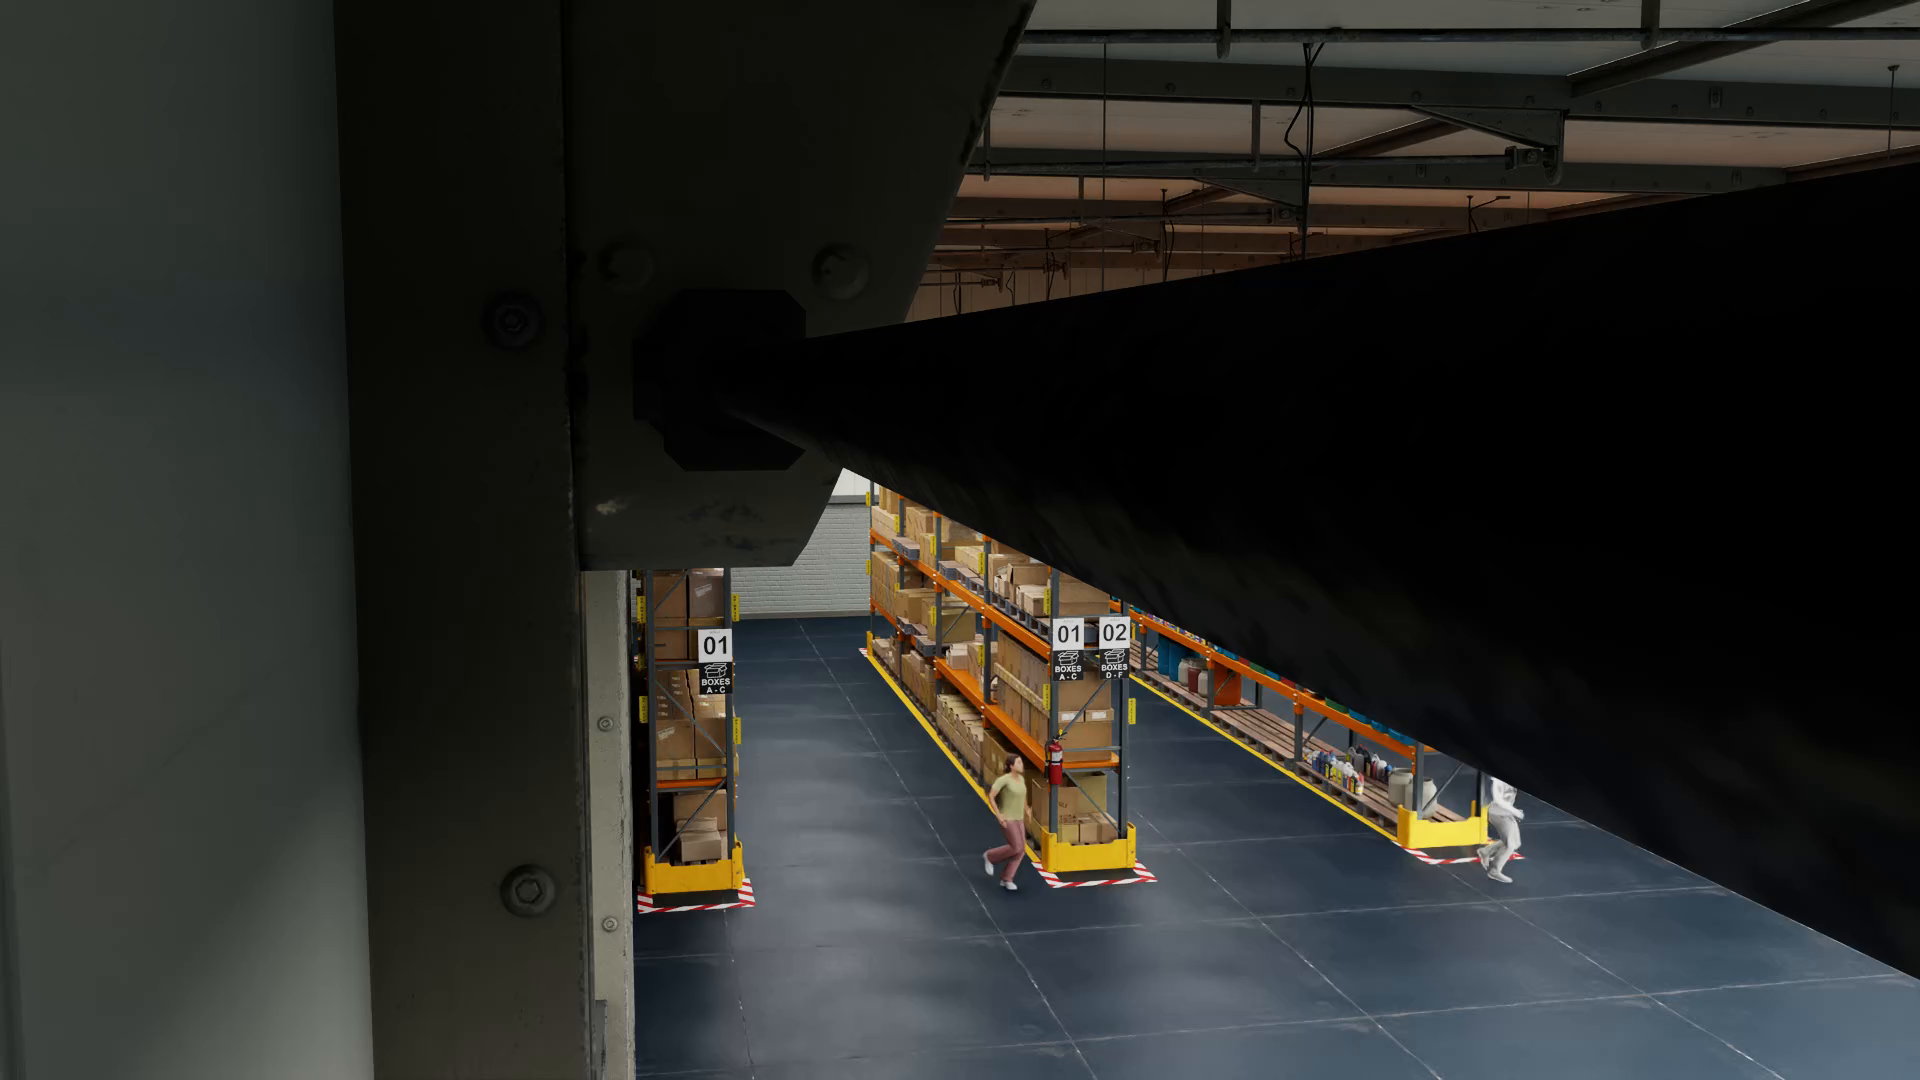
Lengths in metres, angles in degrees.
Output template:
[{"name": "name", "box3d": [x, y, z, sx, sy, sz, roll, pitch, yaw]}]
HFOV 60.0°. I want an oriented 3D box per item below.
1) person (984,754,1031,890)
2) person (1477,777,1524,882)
[{"name": "person", "box3d": [0.640, 3.417, 20.362, 0.556, 1.582, 0.599, 5, 8, 42]}, {"name": "person", "box3d": [6.695, 3.381, 20.509, 0.538, 1.661, 0.657, 3, 7, 25]}]
